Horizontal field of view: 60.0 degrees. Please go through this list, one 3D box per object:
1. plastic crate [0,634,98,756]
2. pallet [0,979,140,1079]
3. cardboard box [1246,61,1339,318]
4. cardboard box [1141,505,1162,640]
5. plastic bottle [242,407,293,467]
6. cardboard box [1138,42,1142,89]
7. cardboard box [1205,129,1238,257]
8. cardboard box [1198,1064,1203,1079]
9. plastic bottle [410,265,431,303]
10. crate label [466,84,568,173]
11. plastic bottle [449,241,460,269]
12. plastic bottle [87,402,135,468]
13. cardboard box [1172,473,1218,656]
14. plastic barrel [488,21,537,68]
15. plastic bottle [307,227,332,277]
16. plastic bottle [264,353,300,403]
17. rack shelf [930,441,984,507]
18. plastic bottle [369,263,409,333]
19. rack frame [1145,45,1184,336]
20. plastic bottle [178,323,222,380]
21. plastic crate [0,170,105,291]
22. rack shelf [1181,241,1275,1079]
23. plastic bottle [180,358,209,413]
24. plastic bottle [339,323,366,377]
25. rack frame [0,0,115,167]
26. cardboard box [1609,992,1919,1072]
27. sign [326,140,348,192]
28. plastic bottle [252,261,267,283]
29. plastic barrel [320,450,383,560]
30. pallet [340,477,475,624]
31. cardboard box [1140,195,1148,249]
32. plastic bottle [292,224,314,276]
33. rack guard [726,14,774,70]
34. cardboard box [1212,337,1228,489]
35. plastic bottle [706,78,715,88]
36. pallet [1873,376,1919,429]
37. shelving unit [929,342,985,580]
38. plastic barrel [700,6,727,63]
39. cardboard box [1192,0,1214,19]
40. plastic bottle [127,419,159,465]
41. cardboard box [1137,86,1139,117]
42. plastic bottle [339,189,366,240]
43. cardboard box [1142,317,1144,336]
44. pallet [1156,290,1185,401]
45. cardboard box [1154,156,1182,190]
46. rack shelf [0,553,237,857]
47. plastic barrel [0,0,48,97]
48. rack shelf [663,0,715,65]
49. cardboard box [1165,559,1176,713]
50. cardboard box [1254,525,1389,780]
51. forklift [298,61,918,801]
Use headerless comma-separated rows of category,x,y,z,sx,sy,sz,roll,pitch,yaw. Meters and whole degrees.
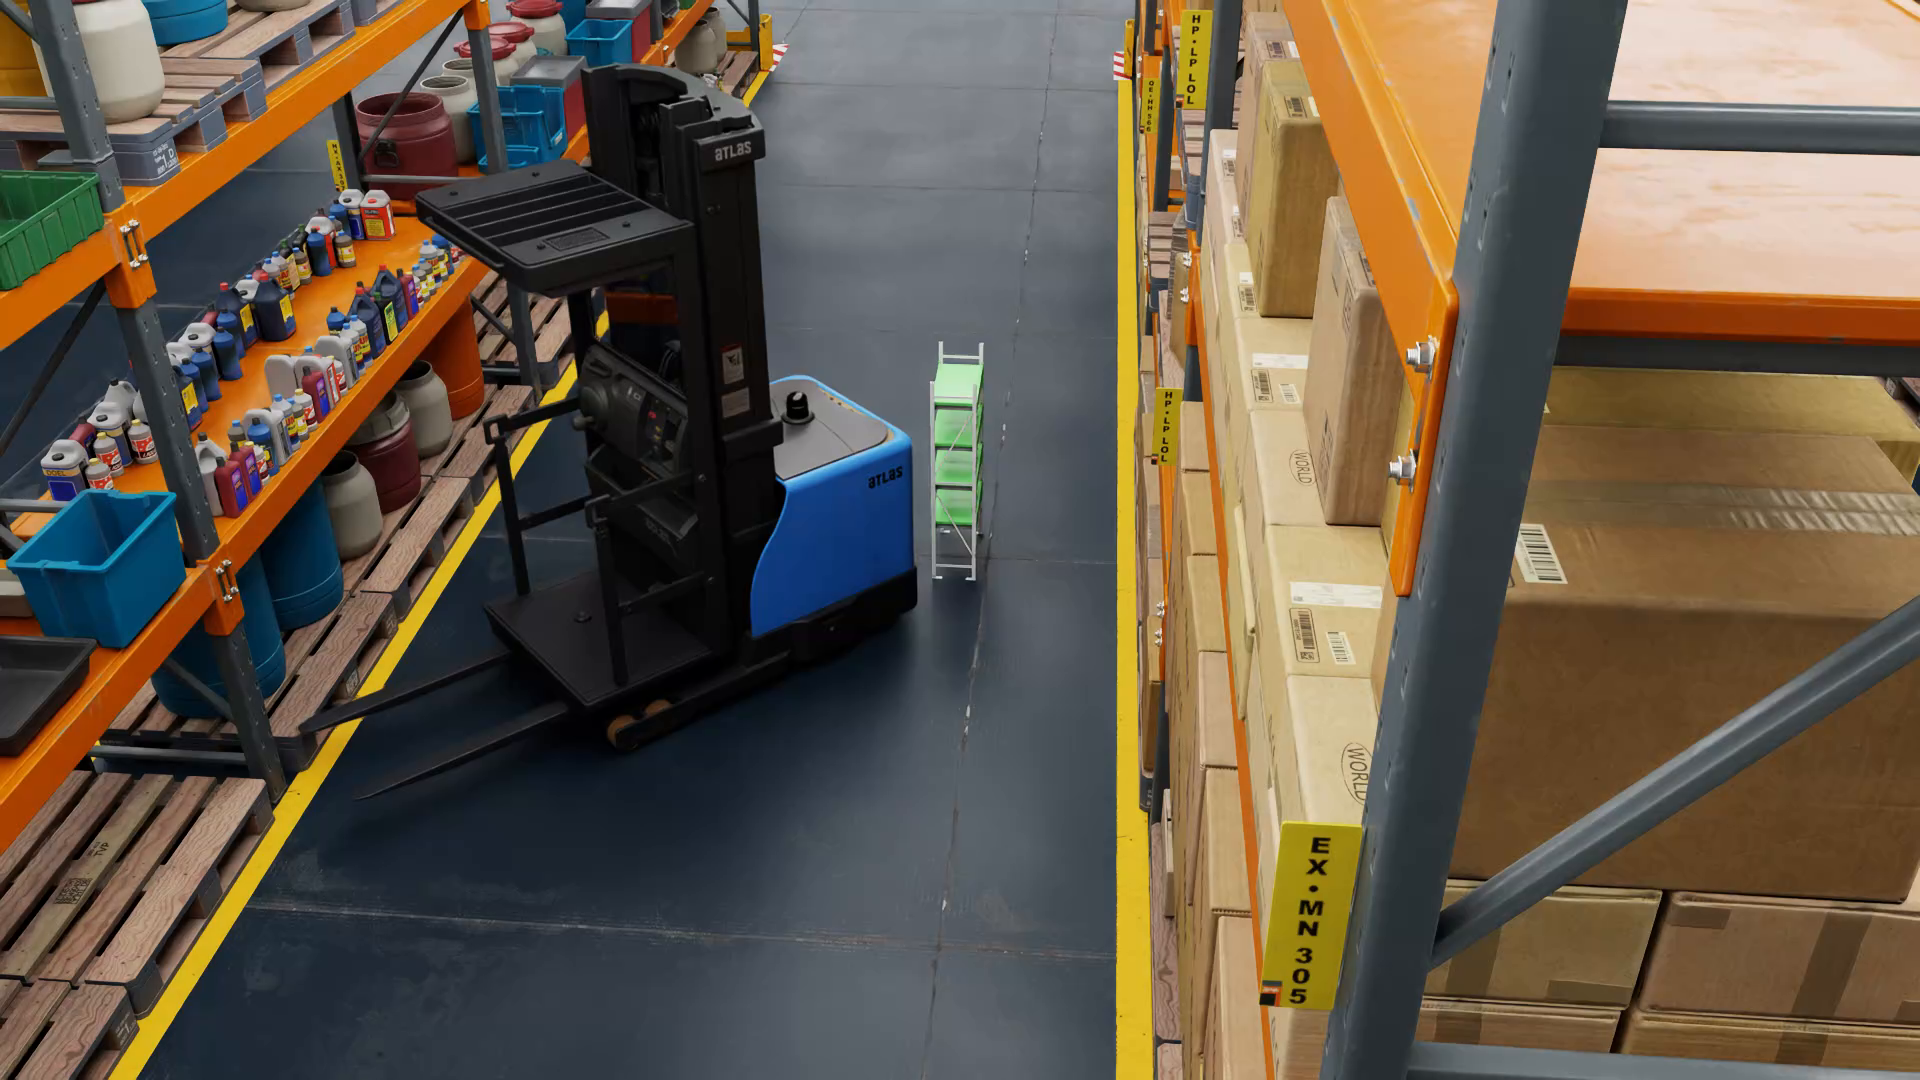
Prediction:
plastic crate,-3.428,0.565,5.959,0.437,0.125,0.590,2,32,4
pallet,-3.723,2.090,5.938,1.003,0.211,1.213,2,32,4
cardboard box,1.113,-0.882,4.195,0.700,0.500,0.500,2,32,4
cardboard box,1.176,0.176,8.348,0.500,0.500,0.500,3,32,5
plastic bottle,-3.158,-0.488,7.581,0.152,0.276,0.135,2,32,4
cardboard box,1.918,-4.457,15.409,0.500,0.500,0.500,2,32,4
cardboard box,1.044,-1.092,5.251,0.500,0.250,0.500,2,32,4
cardboard box,0.810,1.622,3.944,0.500,0.500,0.500,3,32,4
plastic bottle,-2.981,-1.415,9.157,0.097,0.201,0.097,0,32,0
crate label,-2.929,-2.738,11.080,0.502,0.435,0.616,2,32,4
plastic bottle,-2.941,-1.669,9.570,0.097,0.201,0.097,0,32,0
plastic bottle,-3.865,-0.481,7.571,0.152,0.276,0.135,2,32,4
cardboard box,0.971,0.126,5.418,0.500,0.500,0.500,2,32,2
plastic barrel,-3.310,-3.490,12.205,0.433,0.535,0.433,0,32,0
plastic bottle,-3.651,-1.644,9.461,0.097,0.271,0.097,0,32,0
plastic bottle,-3.264,-0.787,8.066,0.152,0.276,0.135,2,32,4
rack shelf,-0.013,-0.370,9.109,0.258,0.148,0.480,2,32,4
plastic bottle,-3.035,-1.285,8.803,0.144,0.351,0.185,2,32,4
rack frame,1.657,-2.001,9.919,1.000,3.000,0.127,2,32,4
plastic bottle,-3.795,-0.937,8.309,0.152,0.276,0.135,2,32,4
plastic crate,-3.338,-1.076,5.759,0.450,0.188,0.662,2,32,4
rack shelf,1.169,0.165,4.230,1.077,0.370,4.000,2,32,4
plastic bottle,-3.699,-0.748,8.007,0.097,0.271,0.097,0,32,0
plastic bottle,-3.057,-0.959,8.350,0.097,0.271,0.097,0,32,0
rack frame,-3.605,-2.677,5.297,1.000,3.000,0.127,2,32,4
cardboard box,1.301,0.711,2.801,0.500,0.250,0.500,2,32,4
sign,-3.828,-2.304,10.255,0.100,0.325,0.005,2,32,4
plastic bottle,-3.776,-1.351,8.974,0.061,0.283,0.133,2,32,4
plastic barrel,-3.351,-0.188,8.948,0.421,0.512,0.421,0,32,0
pallet,-3.404,0.022,9.293,1.003,0.211,1.213,2,32,4
cardboard box,1.577,-2.331,12.139,0.500,0.311,0.500,3,32,5
plastic bottle,-3.731,-1.643,9.448,0.061,0.283,0.133,2,32,4
rack guard,-2.587,-5.292,17.641,1.175,0.500,0.348,2,32,4
cardboard box,0.958,-0.357,4.534,0.500,0.250,0.500,2,32,4
plastic bottle,-2.400,-4.244,15.734,0.152,0.276,0.135,2,32,3
pallet,6.660,-1.013,10.973,1.003,0.211,1.213,2,32,4
shelving unit,-0.013,-0.424,9.075,0.258,1.200,0.503,2,32,4
plastic barrel,-2.606,-5.170,17.032,0.421,0.512,0.421,0,32,0
cardboard box,1.571,-2.553,7.859,0.910,0.500,0.500,2,32,4
plastic bottle,-3.740,-0.454,7.597,0.097,0.201,0.097,0,32,0
cardboard box,1.919,-4.138,15.606,0.500,0.250,0.500,2,32,4
plastic bottle,-3.637,-1.950,9.953,0.152,0.276,0.135,2,32,4
cardboard box,1.457,-1.295,10.993,0.500,0.250,0.500,3,32,5
pallet,1.503,-0.903,8.319,1.003,0.211,1.213,2,32,4
cardboard box,1.455,-2.377,10.767,0.380,0.149,0.250,2,32,4
rack shelf,-3.768,1.229,5.363,1.077,0.370,4.000,2,32,4
plastic barrel,-3.733,-2.145,6.713,0.600,0.588,0.600,0,32,0
rack shelf,-2.791,-5.046,15.545,1.077,0.370,4.000,2,32,4
cardboard box,1.018,0.303,6.085,0.500,0.500,0.500,3,32,5
cardboard box,0.834,0.215,3.130,0.500,0.250,0.500,2,32,4
forklift,-1.686,-0.559,7.644,3.031,2.935,1.130,-23,39,-33
